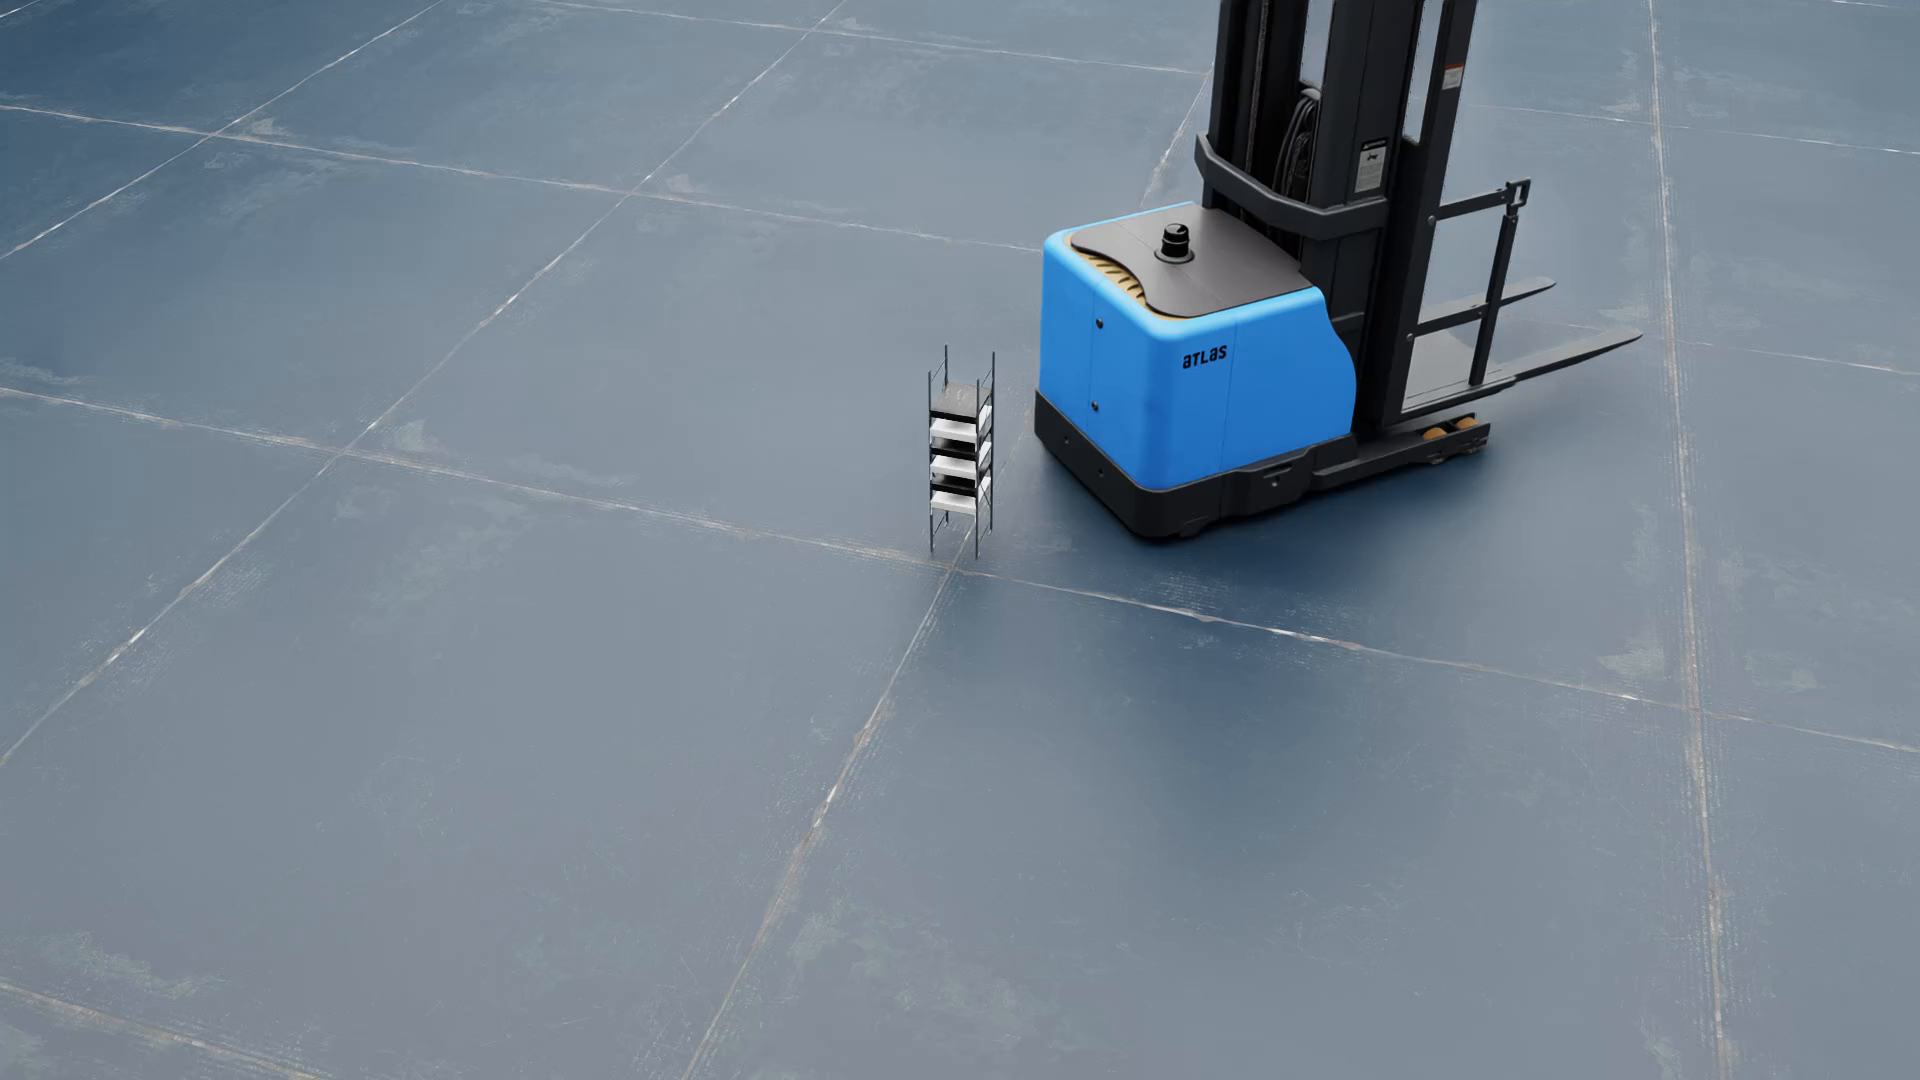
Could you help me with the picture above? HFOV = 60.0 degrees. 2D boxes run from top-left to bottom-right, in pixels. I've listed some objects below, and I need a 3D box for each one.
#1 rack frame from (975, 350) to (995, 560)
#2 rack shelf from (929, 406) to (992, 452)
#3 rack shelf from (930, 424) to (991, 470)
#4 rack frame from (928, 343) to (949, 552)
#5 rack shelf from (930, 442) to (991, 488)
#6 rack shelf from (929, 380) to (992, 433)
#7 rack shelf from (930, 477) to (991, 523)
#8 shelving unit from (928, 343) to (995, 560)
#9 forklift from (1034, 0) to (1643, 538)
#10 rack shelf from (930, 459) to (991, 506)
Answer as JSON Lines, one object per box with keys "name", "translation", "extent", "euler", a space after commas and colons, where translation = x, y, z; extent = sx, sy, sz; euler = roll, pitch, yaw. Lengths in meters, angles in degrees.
{"name": "rack frame", "translation": [0.105, -0.343, 6.957], "extent": [0.006, 0.900, 0.240], "euler": [10, 38, 14]}
{"name": "rack shelf", "translation": [0.008, -0.479, 6.894], "extent": [0.200, 0.077, 0.258], "euler": [10, 38, 14]}
{"name": "rack shelf", "translation": [0.008, -0.407, 6.948], "extent": [0.200, 0.077, 0.258], "euler": [10, 38, 14]}
{"name": "rack frame", "translation": [-0.089, -0.379, 7.006], "extent": [0.006, 0.900, 0.240], "euler": [10, 38, 14]}
{"name": "rack shelf", "translation": [0.008, -0.334, 7.001], "extent": [0.200, 0.077, 0.258], "euler": [10, 38, 14]}
{"name": "rack shelf", "translation": [0.008, -0.552, 6.841], "extent": [0.200, 0.077, 0.258], "euler": [10, 38, 14]}
{"name": "rack shelf", "translation": [0.008, -0.189, 7.108], "extent": [0.200, 0.077, 0.258], "euler": [10, 38, 14]}
{"name": "shelving unit", "translation": [0.008, -0.361, 6.981], "extent": [0.210, 0.900, 0.258], "euler": [10, 38, 14]}
{"name": "forklift", "translation": [1.900, -1.795, 7.216], "extent": [3.031, 2.935, 1.130], "euler": [-17, 40, -21]}
{"name": "rack shelf", "translation": [0.008, -0.262, 7.054], "extent": [0.200, 0.077, 0.258], "euler": [10, 38, 14]}
